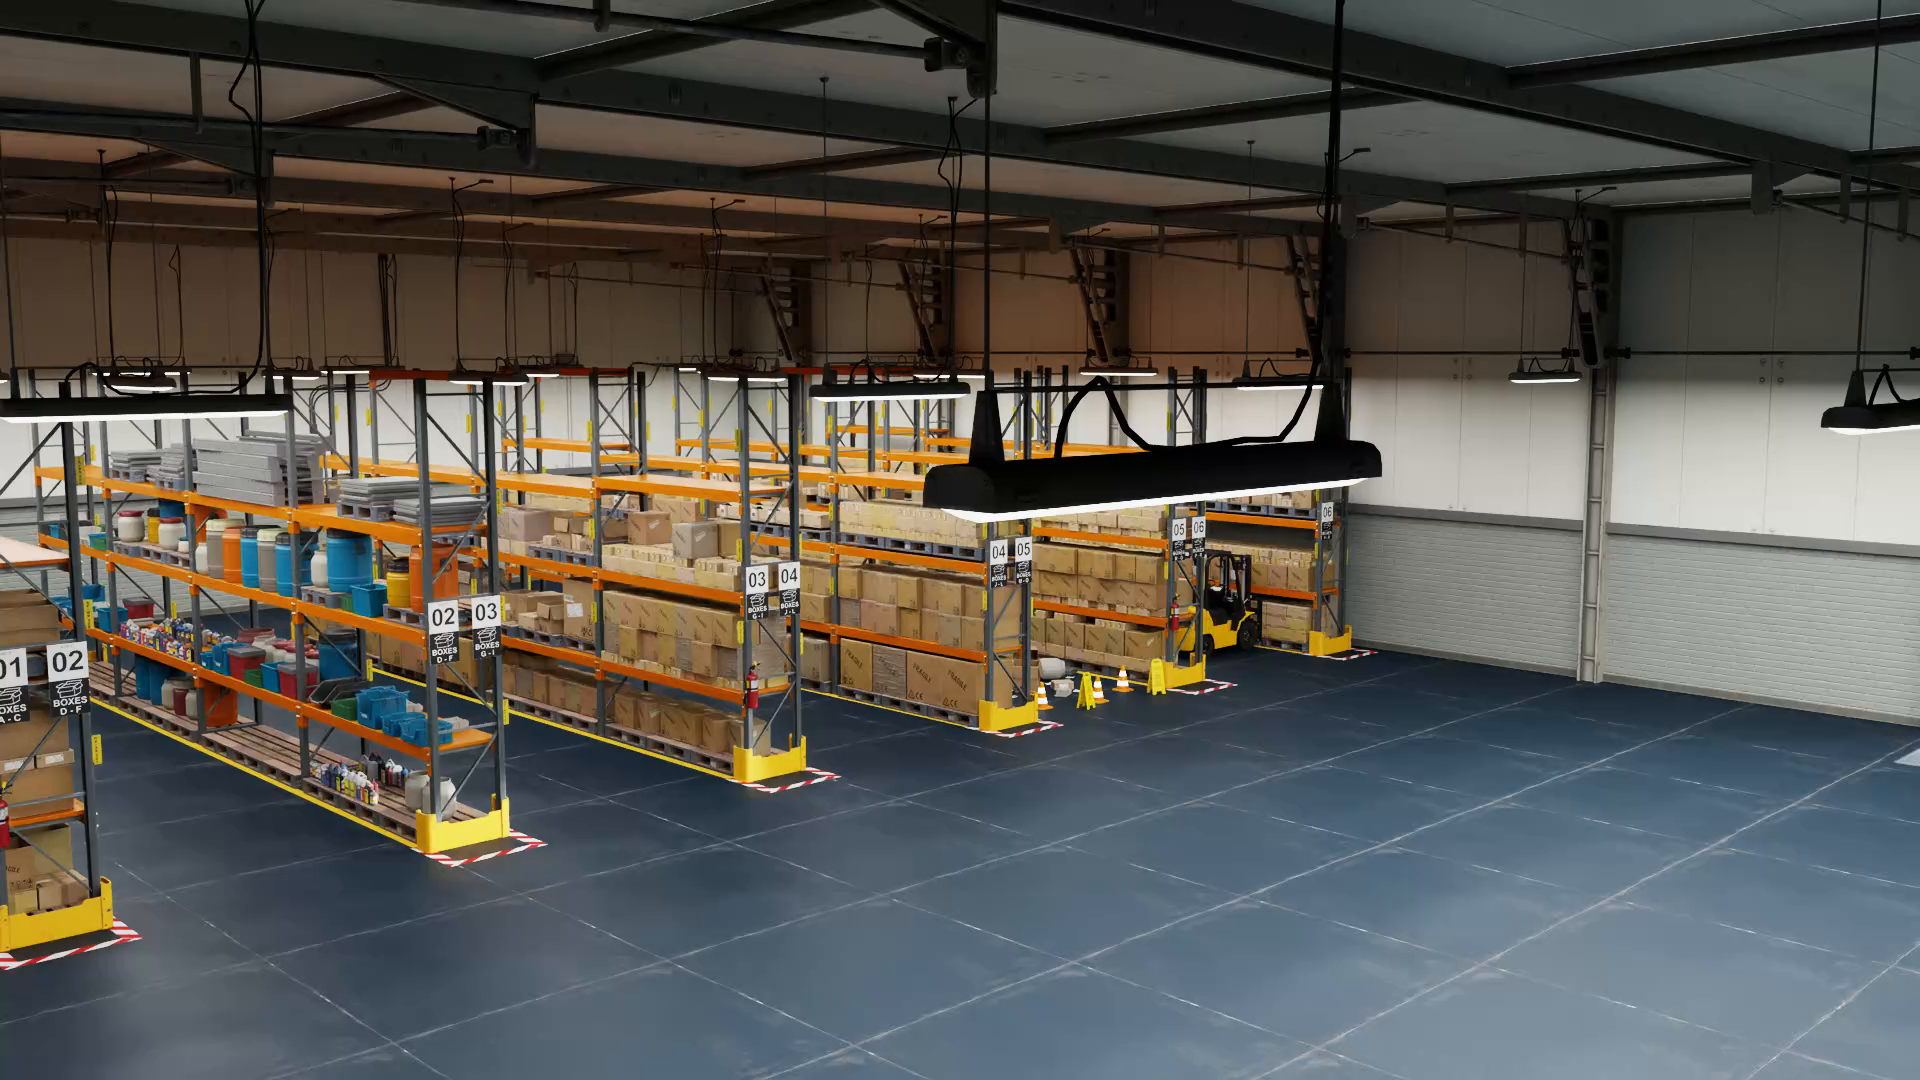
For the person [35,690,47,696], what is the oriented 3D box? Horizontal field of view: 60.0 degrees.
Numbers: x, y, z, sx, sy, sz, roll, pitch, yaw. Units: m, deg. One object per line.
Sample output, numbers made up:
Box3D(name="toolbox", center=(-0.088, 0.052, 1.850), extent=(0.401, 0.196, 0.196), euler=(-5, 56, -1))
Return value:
Box3D(name="person", center=(-16.678, 2.104, 30.119), extent=(0.924, 1.777, 0.677), euler=(6, 9, 43))
